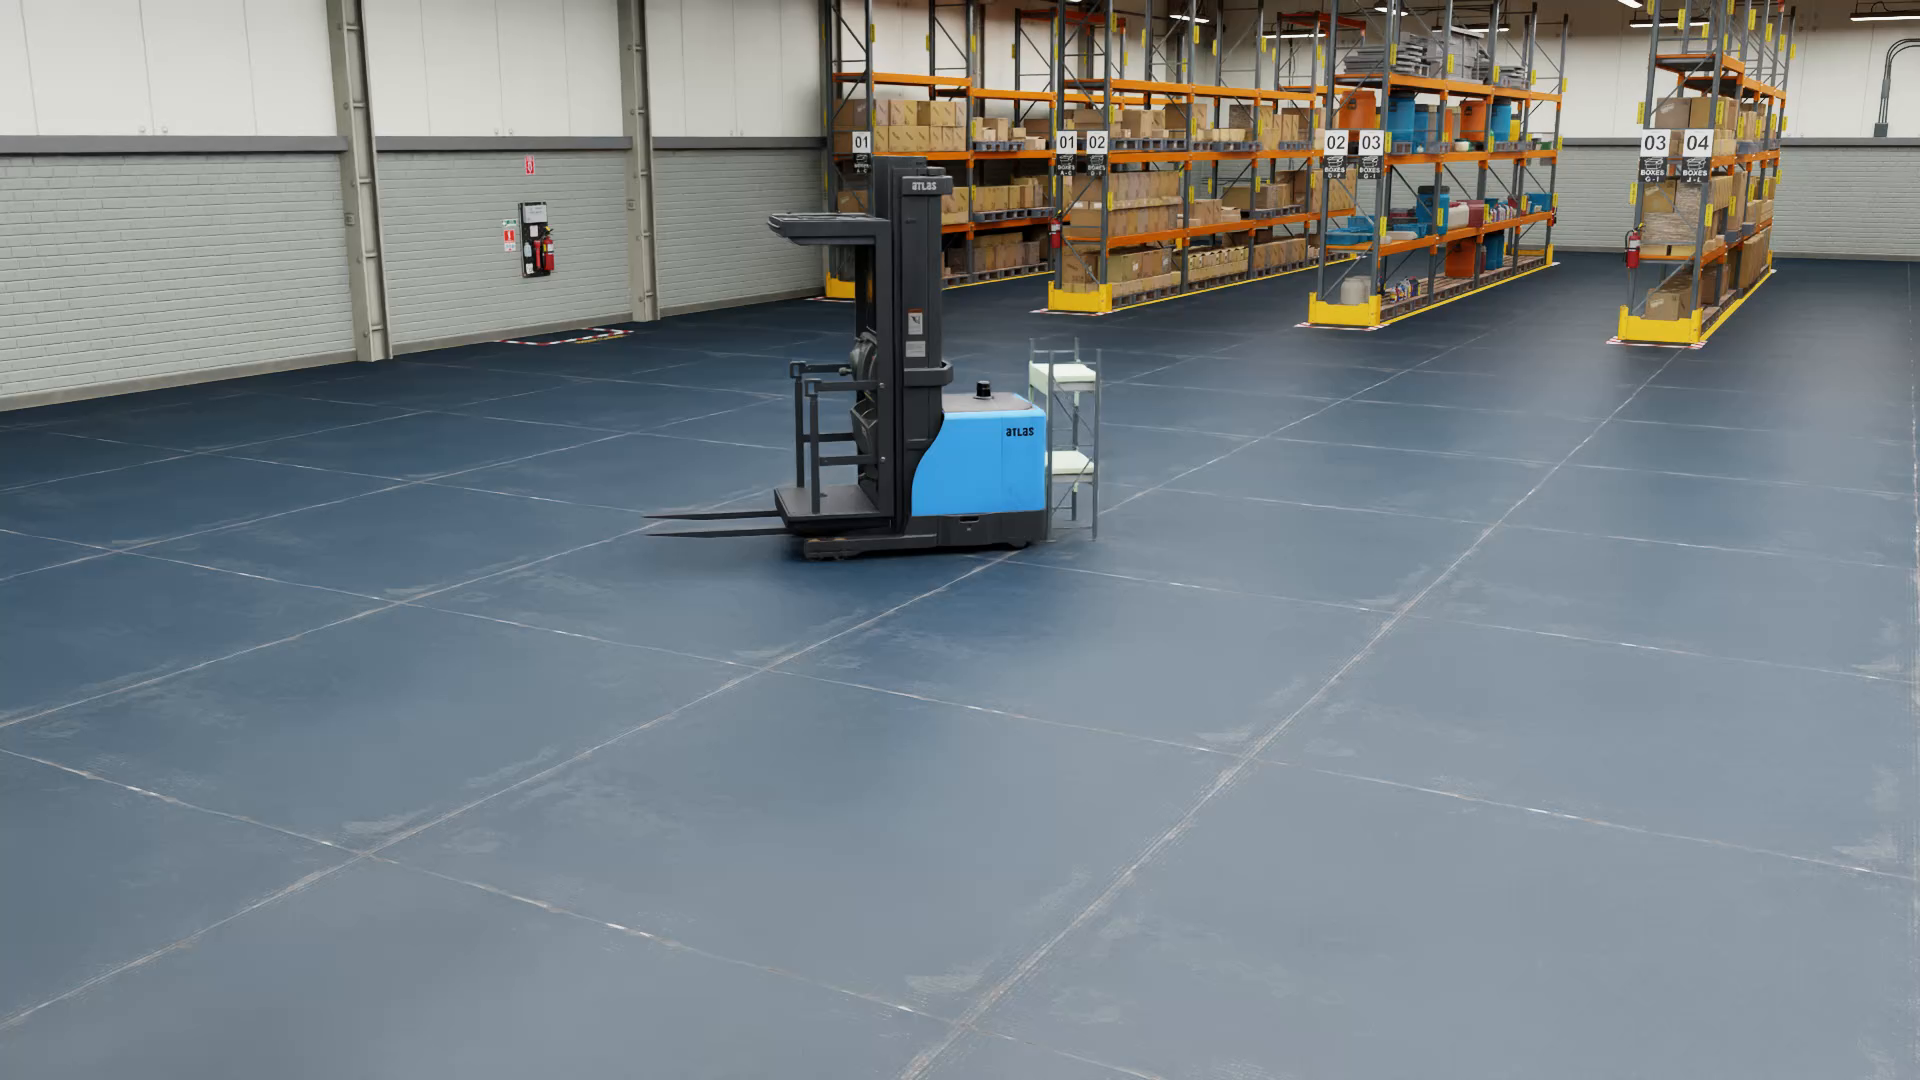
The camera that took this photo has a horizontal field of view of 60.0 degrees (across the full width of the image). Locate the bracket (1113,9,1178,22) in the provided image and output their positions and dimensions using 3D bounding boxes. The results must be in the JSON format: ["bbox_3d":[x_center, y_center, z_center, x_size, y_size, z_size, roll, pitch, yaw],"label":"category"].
[{"bbox_3d":[5.013,-14.196,45.037,0.076,0.066,4.783,7,15,28],"label":"bracket"}]

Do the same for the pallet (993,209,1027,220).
[{"bbox_3d":[0.820,-7.390,37.695,1.003,0.211,1.213,7,15,28],"label":"pallet"}]

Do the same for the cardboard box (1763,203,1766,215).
[{"bbox_3d":[17.385,-7.271,36.477,0.500,0.250,0.500,7,15,28],"label":"cardboard box"}]

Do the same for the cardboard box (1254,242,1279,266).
[{"bbox_3d":[7.045,-6.603,38.419,0.500,0.500,0.500,7,15,27],"label":"cardboard box"}]

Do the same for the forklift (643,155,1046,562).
[{"bbox_3d":[-0.909,-1.399,12.581,3.031,2.935,1.130,-3,14,-12],"label":"forklift"}]

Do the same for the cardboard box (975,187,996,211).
[{"bbox_3d":[0.360,-7.550,36.798,0.700,0.500,0.500,9,16,34],"label":"cardboard box"}]

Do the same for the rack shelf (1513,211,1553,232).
[{"bbox_3d":[13.315,-7.653,39.911,1.077,0.370,4.000,7,15,28],"label":"rack shelf"}]

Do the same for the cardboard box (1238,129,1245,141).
[{"bbox_3d":[5.910,-8.823,36.256,0.500,0.250,0.500,6,15,24],"label":"cardboard box"}]

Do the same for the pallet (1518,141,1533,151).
[{"bbox_3d":[12.054,-8.787,37.082,1.213,0.211,1.003,7,15,28],"label":"pallet"}]

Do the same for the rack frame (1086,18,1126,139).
[{"bbox_3d":[3.675,-11.631,42.077,1.000,3.000,0.127,7,15,28],"label":"rack frame"}]

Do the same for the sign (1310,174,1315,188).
[{"bbox_3d":[8.501,-8.655,40.062,0.100,0.325,0.005,7,15,28],"label":"sign"}]

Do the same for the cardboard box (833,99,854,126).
[{"bbox_3d":[-2.146,-8.373,32.575,0.500,0.500,0.500,8,16,31],"label":"cardboard box"}]

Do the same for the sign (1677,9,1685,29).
[{"bbox_3d":[12.328,-8.899,28.414,0.100,0.325,0.005,7,15,28],"label":"sign"}]

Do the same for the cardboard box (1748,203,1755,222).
[{"bbox_3d":[15.715,-6.539,33.544,0.500,0.500,0.500,7,15,27],"label":"cardboard box"}]

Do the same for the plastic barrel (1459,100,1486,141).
[{"bbox_3d":[10.691,-8.759,34.751,0.600,0.830,0.708,7,15,28],"label":"plastic barrel"}]

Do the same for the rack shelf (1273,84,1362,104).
[{"bbox_3d":[8.980,-11.129,41.539,1.077,0.370,4.000,7,15,28],"label":"rack shelf"}]

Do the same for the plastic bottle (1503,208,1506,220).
[{"bbox_3d":[12.020,-7.236,36.912,0.152,0.276,0.135,7,15,28],"label":"plastic bottle"}]

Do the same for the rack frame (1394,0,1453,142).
[{"bbox_3d":[8.480,-8.867,30.613,1.000,3.000,0.127,7,15,28],"label":"rack frame"}]

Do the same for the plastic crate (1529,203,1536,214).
[{"bbox_3d":[13.513,-7.910,39.673,0.416,0.233,0.300,7,15,28],"label":"plastic crate"}]

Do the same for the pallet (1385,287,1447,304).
[{"bbox_3d":[8.826,-4.761,32.330,1.003,0.211,1.213,7,15,28],"label":"pallet"}]

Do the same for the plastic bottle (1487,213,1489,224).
[{"bbox_3d":[11.235,-6.884,35.437,0.061,0.283,0.133,7,15,28],"label":"plastic bottle"}]

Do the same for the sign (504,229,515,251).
[{"bbox_3d":[-7.031,-4.676,25.953,0.001,0.329,0.234,7,15,28],"label":"sign"}]

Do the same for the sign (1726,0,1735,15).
[{"bbox_3d":[11.357,-7.916,24.508,0.100,0.325,0.005,7,15,28],"label":"sign"}]

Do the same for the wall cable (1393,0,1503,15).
[{"bbox_3d":[13.733,-16.071,46.640,3.097,2.526,0.112,7,15,28],"label":"wall cable"}]

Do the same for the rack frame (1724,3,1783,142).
[{"bbox_3d":[16.684,-9.947,35.094,1.000,3.000,0.127,7,15,28],"label":"rack frame"}]

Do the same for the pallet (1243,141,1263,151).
[{"bbox_3d":[5.830,-8.550,36.103,1.213,0.211,1.003,8,16,31],"label":"pallet"}]

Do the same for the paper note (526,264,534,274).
[{"bbox_3d":[-6.819,-4.304,26.364,0.016,0.148,0.142,7,15,28],"label":"paper note"}]

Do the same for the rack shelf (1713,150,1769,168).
[{"bbox_3d":[15.717,-7.729,33.828,1.077,0.370,4.000,7,15,28],"label":"rack shelf"}]

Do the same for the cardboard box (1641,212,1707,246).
[{"bbox_3d":[11.172,-4.872,25.993,0.875,0.500,0.500,7,15,28],"label":"cardboard box"}]

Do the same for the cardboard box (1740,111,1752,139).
[{"bbox_3d":[14.247,-7.628,30.592,0.500,0.500,0.500,8,16,29],"label":"cardboard box"}]

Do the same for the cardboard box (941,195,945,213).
[{"bbox_3d":[-0.639,-7.037,34.501,0.500,0.500,0.500,7,15,26],"label":"cardboard box"}]

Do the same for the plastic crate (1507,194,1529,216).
[{"bbox_3d":[12.999,-7.807,38.752,0.402,0.464,0.583,7,15,28],"label":"plastic crate"}]

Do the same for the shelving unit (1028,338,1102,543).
[{"bbox_3d":[0.816,-0.803,13.165,0.431,1.500,0.755,-2,14,-9],"label":"shelving unit"}]

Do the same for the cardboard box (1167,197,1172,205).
[{"bbox_3d":[3.957,-6.692,32.794,0.380,0.149,0.250,7,15,26],"label":"cardboard box"}]

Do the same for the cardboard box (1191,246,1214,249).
[{"bbox_3d":[5.323,-6.290,36.500,0.500,0.311,0.500,7,15,27],"label":"cardboard box"}]

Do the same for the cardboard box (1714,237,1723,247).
[{"bbox_3d":[12.644,-5.031,28.039,0.380,0.149,0.250,7,15,28],"label":"cardboard box"}]

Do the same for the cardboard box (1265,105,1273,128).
[{"bbox_3d":[6.789,-9.624,37.807,0.500,0.500,0.500,7,15,28],"label":"cardboard box"}]

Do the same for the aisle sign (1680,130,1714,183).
[{"bbox_3d":[11.115,-5.786,25.086,0.394,0.787,0.004,7,15,28],"label":"aisle sign"}]

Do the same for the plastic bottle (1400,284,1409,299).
[{"bbox_3d":[8.090,-4.537,30.326,0.152,0.276,0.135,8,16,29],"label":"plastic bottle"}]

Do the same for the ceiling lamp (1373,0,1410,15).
[{"bbox_3d":[9.974,-13.430,37.085,0.800,3.185,2.000,7,15,28],"label":"ceiling lamp"}]

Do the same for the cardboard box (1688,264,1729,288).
[{"bbox_3d":[14.187,-4.954,31.577,0.700,0.500,0.500,6,15,23],"label":"cardboard box"}]

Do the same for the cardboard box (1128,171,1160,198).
[{"bbox_3d":[3.451,-6.894,32.247,0.700,0.500,0.500,7,15,28],"label":"cardboard box"}]

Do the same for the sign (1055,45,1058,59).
[{"bbox_3d":[2.221,-11.243,38.308,0.100,0.325,0.005,7,15,28],"label":"sign"}]

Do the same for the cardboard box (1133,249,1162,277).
[{"bbox_3d":[3.623,-5.420,32.488,0.500,0.500,0.500,7,15,28],"label":"cardboard box"}]

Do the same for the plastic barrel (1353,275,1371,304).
[{"bbox_3d":[7.040,-4.371,29.177,0.421,0.512,0.421,0,14,0],"label":"plastic barrel"}]

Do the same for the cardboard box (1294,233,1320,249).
[{"bbox_3d":[8.917,-7.540,42.298,0.797,0.503,0.637,7,15,28],"label":"cardboard box"}]

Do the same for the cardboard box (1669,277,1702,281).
[{"bbox_3d":[12.588,-4.301,28.911,0.500,0.500,0.500,7,15,26],"label":"cardboard box"}]

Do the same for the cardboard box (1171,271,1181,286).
[{"bbox_3d":[4.113,-5.260,33.423,0.500,0.250,0.500,7,15,28],"label":"cardboard box"}]

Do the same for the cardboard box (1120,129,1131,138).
[{"bbox_3d":[2.936,-7.522,30.774,0.380,0.149,0.250,7,15,28],"label":"cardboard box"}]

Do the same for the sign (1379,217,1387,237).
[{"bbox_3d":[7.026,-5.201,27.618,0.100,0.325,0.005,7,15,28],"label":"sign"}]

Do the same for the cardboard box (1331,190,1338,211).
[{"bbox_3d":[9.231,-8.589,42.045,0.500,0.500,0.500,7,15,27],"label":"cardboard box"}]

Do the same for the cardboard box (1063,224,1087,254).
[{"bbox_3d":[2.641,-7.368,40.886,0.750,0.750,0.750,7,15,28],"label":"cardboard box"}]

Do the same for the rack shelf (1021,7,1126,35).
[{"bbox_3d":[2.708,-12.487,40.070,1.077,0.370,4.000,7,15,28],"label":"rack shelf"}]
